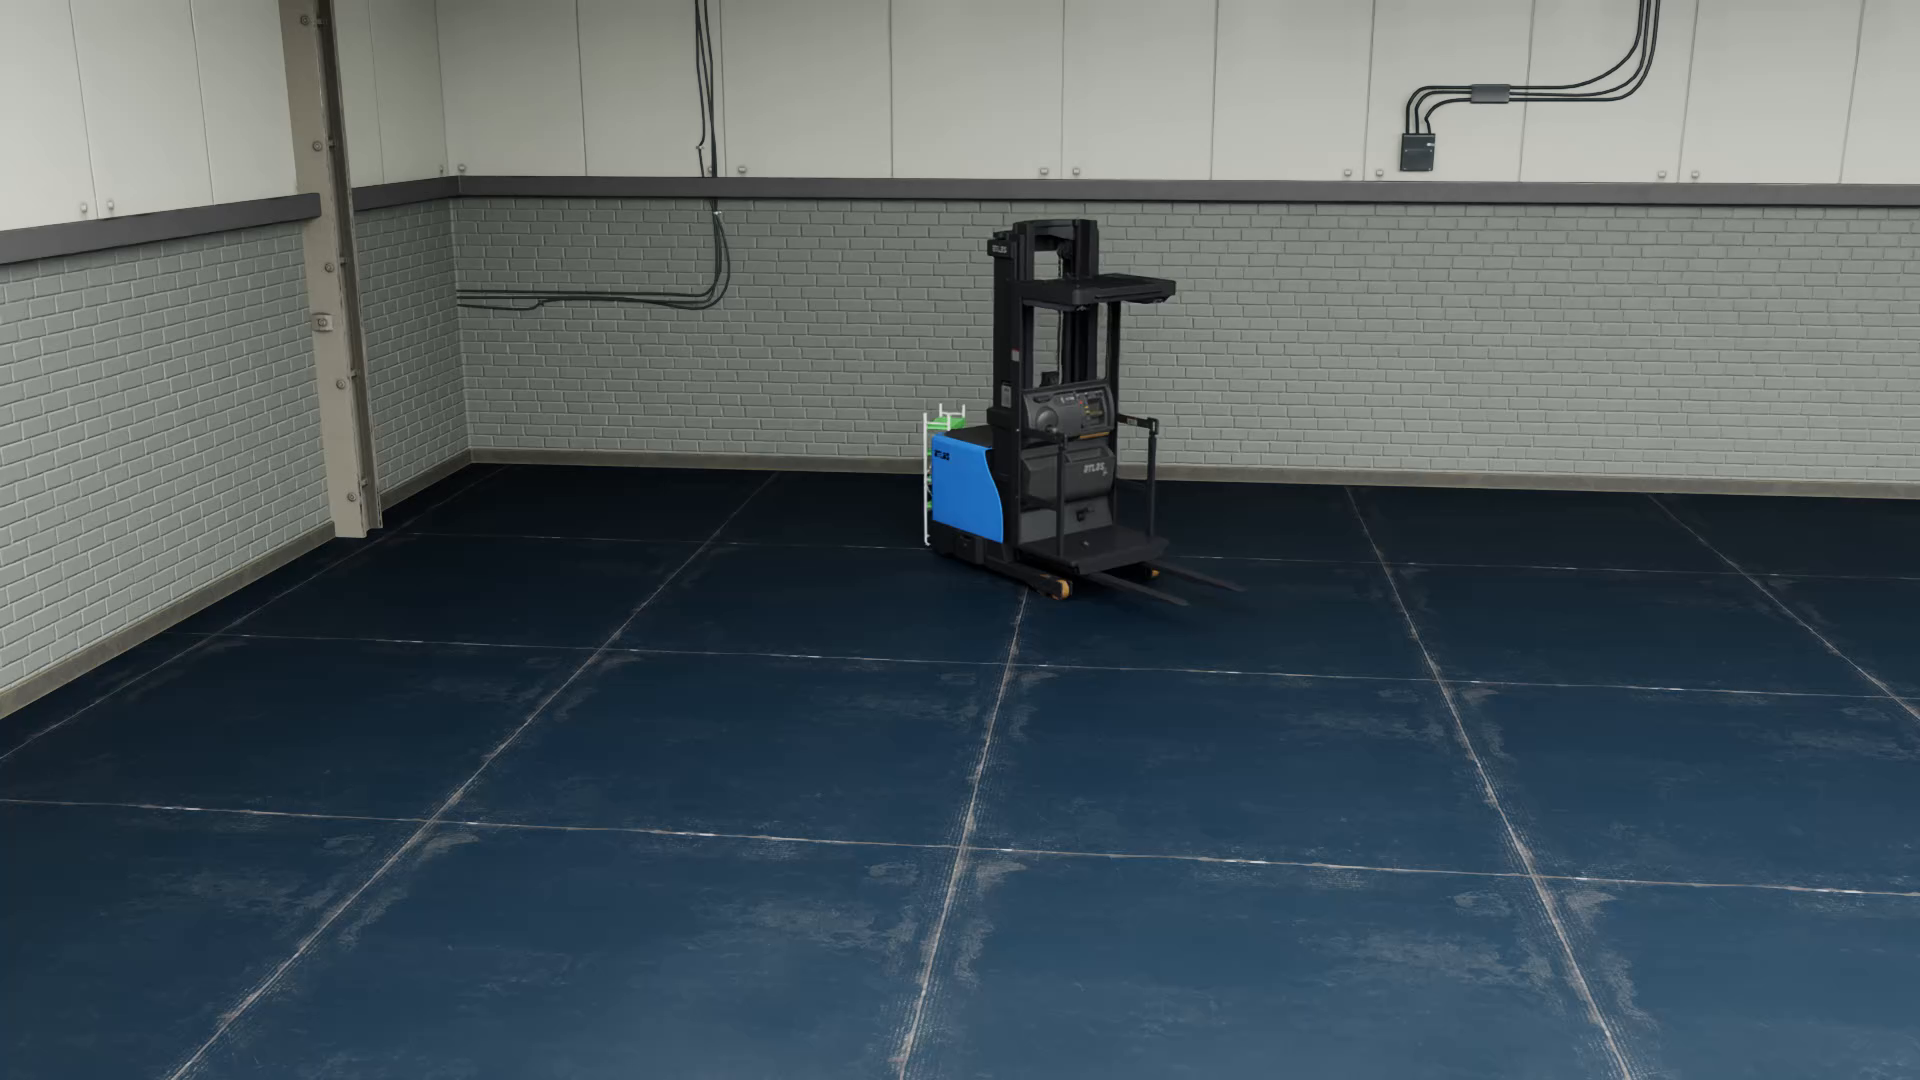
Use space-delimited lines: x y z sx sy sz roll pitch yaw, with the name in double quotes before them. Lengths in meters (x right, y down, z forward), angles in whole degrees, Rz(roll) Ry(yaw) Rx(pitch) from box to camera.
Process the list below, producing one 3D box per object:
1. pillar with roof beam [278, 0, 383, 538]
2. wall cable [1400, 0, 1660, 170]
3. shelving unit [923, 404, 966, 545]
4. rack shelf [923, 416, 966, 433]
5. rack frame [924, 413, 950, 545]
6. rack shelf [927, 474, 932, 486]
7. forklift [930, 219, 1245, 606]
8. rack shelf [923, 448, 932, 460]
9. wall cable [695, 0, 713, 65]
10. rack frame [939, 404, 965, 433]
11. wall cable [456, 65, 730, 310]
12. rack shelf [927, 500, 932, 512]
"pillar with roof beam" -1.315 -4.294 13.803 9.100 9.000 0.400 2 15 6
"wall cable" 5.485 -6.504 15.460 2.305 6.003 0.169 2 15 6
"shelving unit" -0.137 -0.594 15.061 0.258 1.200 0.503 4 16 15
"rack shelf" -0.137 -0.996 14.953 0.258 0.148 0.480 4 16 15
"rack frame" -0.203 -0.533 14.834 0.240 1.200 0.015 4 16 15
"rack shelf" -0.137 -0.533 15.078 0.258 0.148 0.480 4 16 15
"forklift" 1.030 -1.077 13.528 1.130 2.935 3.031 -11 19 -36
"rack shelf" -0.137 -0.764 15.015 0.258 0.148 0.480 4 16 15
"wall cable" -1.258 -6.005 16.405 3.097 2.526 0.112 2 15 6
"rack frame" -0.072 -0.656 15.288 0.240 1.200 0.015 4 16 15
"wall cable" -3.947 -3.647 17.358 3.097 2.526 0.112 2 15 6
"rack shelf" -0.137 -0.301 15.141 0.258 0.148 0.480 4 16 15
